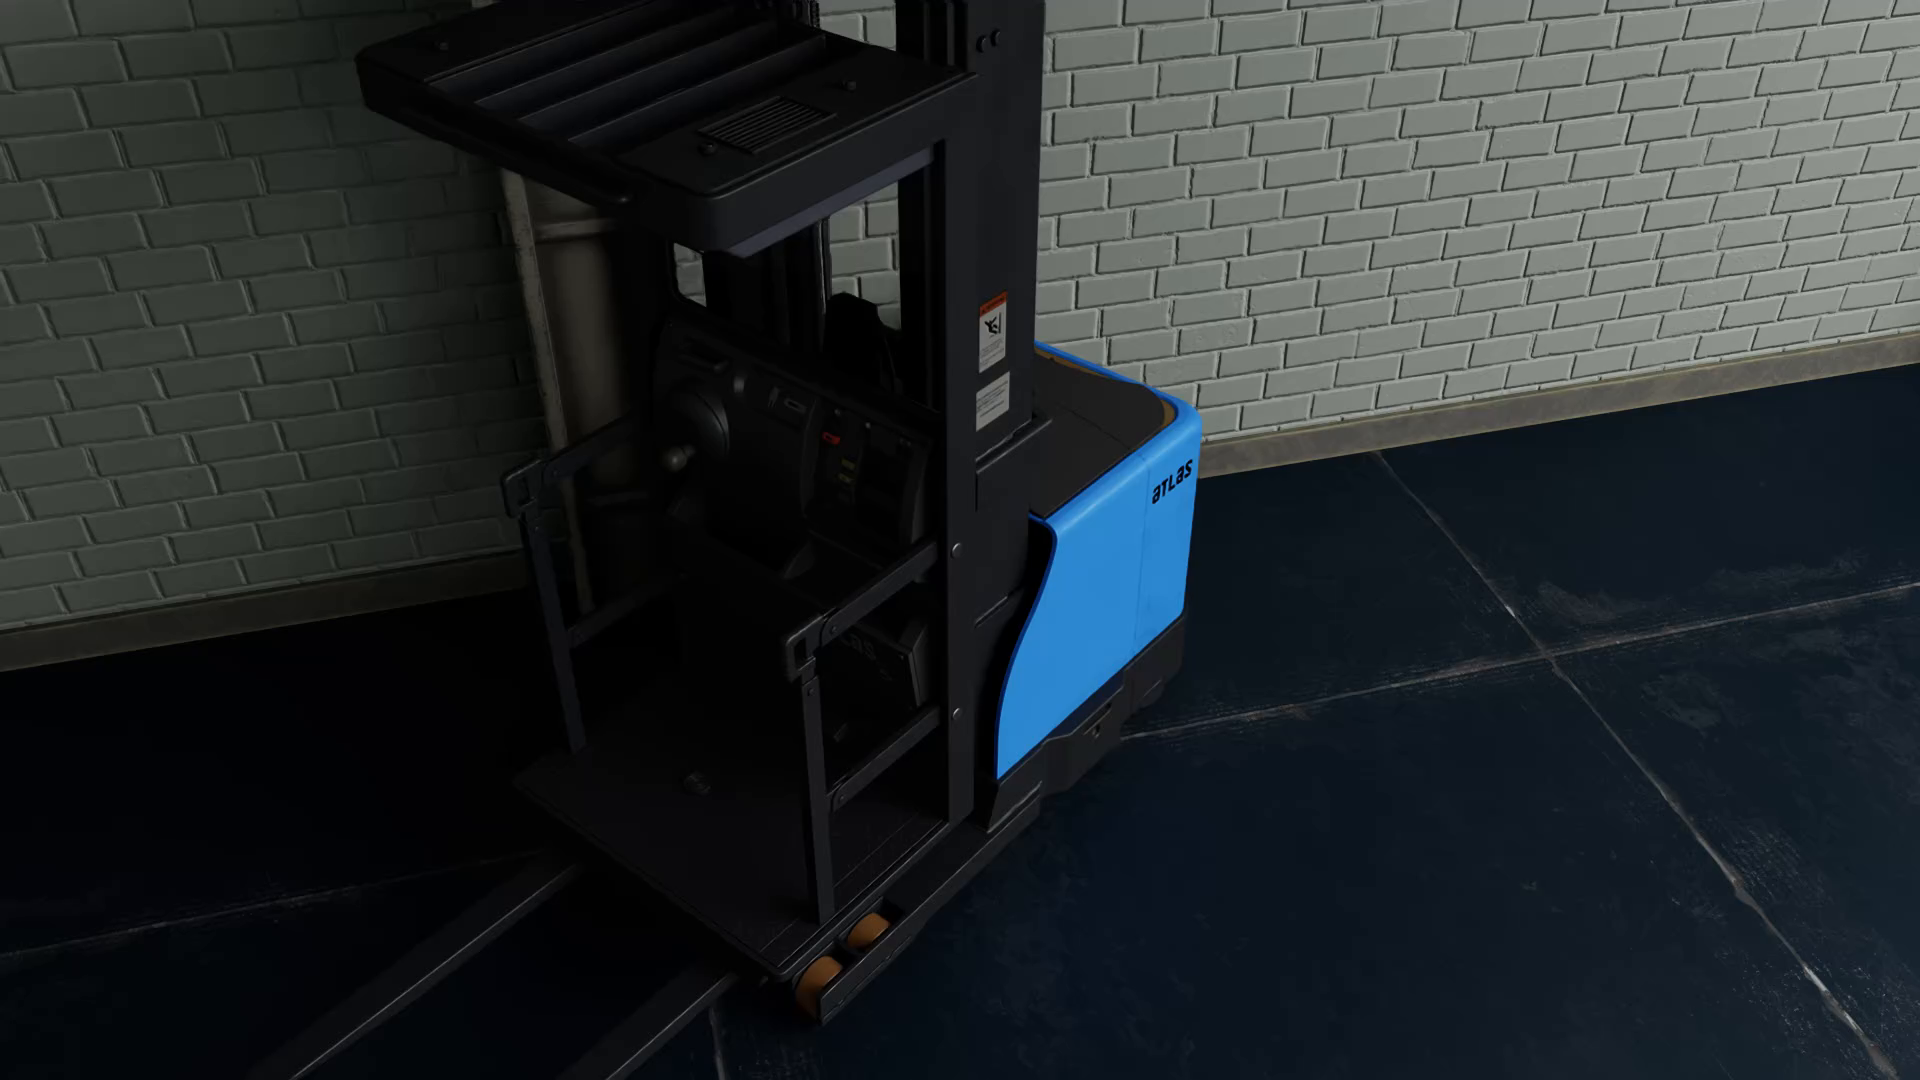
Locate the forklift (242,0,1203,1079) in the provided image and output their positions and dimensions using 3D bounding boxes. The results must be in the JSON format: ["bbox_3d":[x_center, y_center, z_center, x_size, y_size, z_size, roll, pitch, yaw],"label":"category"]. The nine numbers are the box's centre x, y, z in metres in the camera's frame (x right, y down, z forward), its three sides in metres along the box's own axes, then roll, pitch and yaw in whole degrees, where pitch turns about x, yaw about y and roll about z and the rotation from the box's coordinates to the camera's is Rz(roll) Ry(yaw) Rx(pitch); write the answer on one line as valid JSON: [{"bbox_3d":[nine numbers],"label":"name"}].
[{"bbox_3d":[-0.575,-0.205,4.105,1.130,2.935,3.031,27,45,30],"label":"forklift"}]
